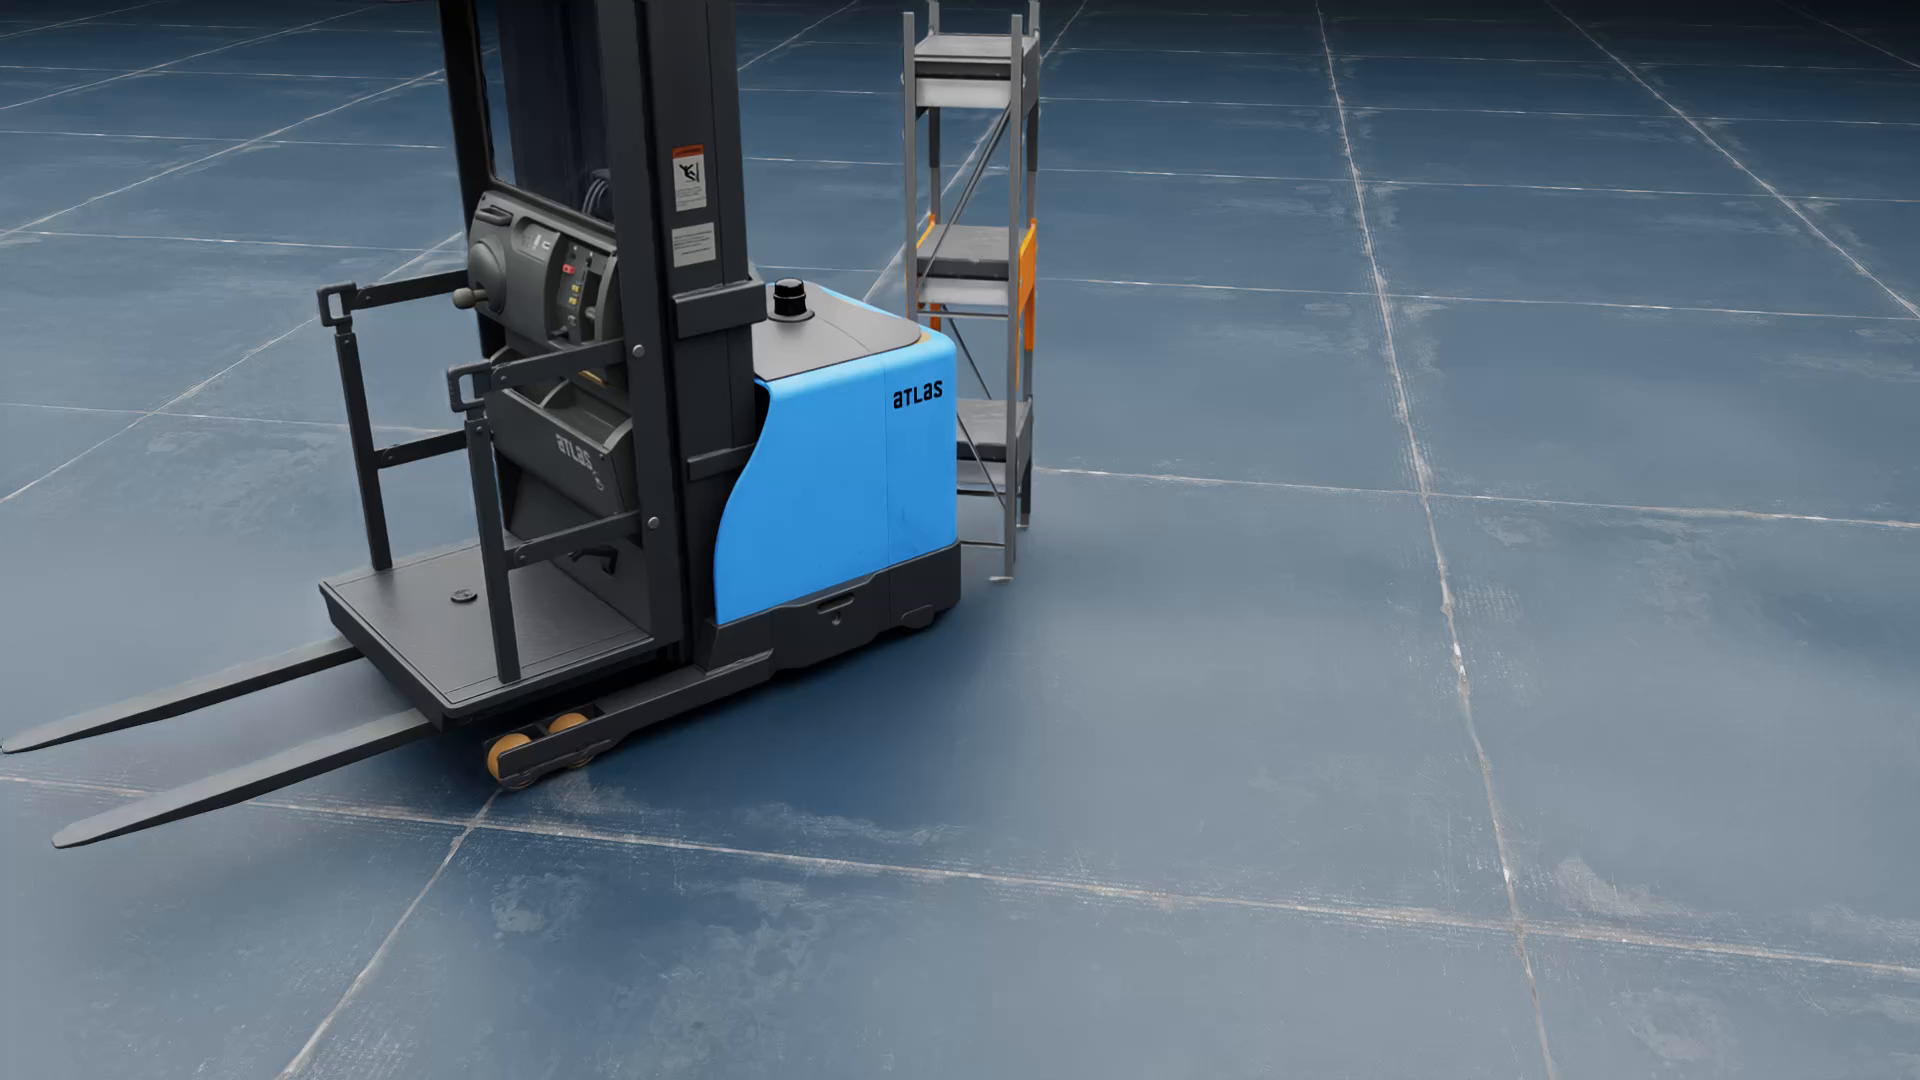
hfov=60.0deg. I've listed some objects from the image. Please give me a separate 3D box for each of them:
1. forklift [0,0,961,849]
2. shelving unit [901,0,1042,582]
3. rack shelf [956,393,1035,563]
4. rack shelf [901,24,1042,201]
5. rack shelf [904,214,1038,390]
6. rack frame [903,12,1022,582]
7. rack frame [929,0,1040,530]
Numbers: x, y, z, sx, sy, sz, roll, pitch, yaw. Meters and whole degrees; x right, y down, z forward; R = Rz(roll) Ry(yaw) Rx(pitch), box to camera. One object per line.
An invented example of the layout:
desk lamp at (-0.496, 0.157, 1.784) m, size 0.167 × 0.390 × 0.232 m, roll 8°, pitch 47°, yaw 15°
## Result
forklift at (-1.460, -0.814, 5.031) m, size 3.031 × 2.935 × 1.130 m, roll -19°, pitch 31°, yaw -35°
shelving unit at (0.048, -0.908, 6.213) m, size 0.431 × 2.100 × 0.503 m, roll 4°, pitch 25°, yaw 8°
rack shelf at (0.048, -0.262, 6.516) m, size 0.431 × 0.518 × 0.480 m, roll 4°, pitch 25°, yaw 8°
rack shelf at (0.048, -1.530, 5.922) m, size 0.431 × 0.518 × 0.480 m, roll 4°, pitch 25°, yaw 8°
rack shelf at (0.048, -0.896, 6.219) m, size 0.431 × 0.518 × 0.480 m, roll 4°, pitch 25°, yaw 8°
rack frame at (0.009, -0.806, 5.995) m, size 0.400 × 2.100 × 0.015 m, roll 4°, pitch 25°, yaw 8°
rack frame at (0.087, -1.010, 6.432) m, size 0.400 × 2.100 × 0.015 m, roll 4°, pitch 25°, yaw 8°
